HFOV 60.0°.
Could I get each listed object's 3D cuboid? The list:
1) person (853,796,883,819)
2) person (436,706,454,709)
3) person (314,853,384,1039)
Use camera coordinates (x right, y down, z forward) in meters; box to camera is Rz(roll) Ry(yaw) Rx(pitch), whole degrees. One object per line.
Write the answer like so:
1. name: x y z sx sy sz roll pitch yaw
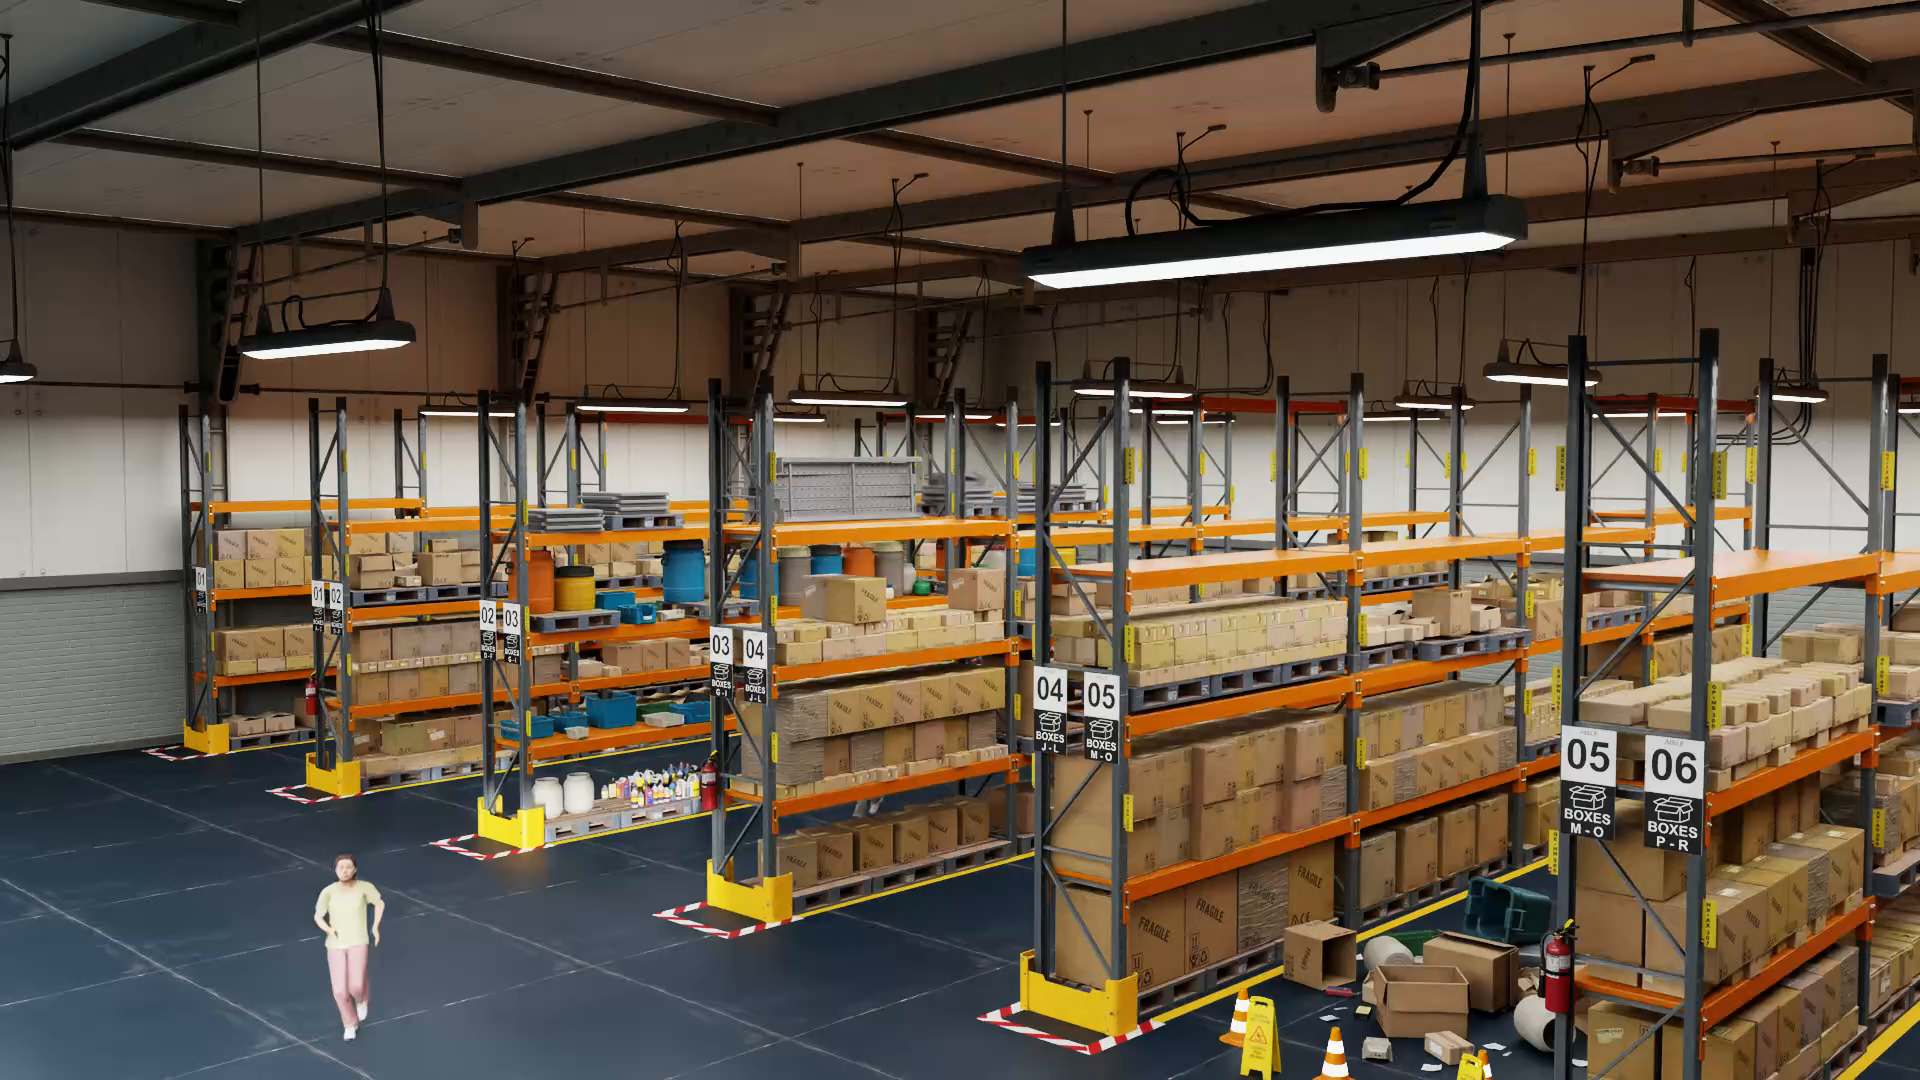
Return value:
1. person: -1.298 3.084 23.126 0.597 1.658 0.936 1 3 26
2. person: -9.028 2.854 29.218 0.606 1.611 0.806 2 4 34
3. person: -5.391 3.578 14.660 0.576 1.631 0.542 -1 3 -14
